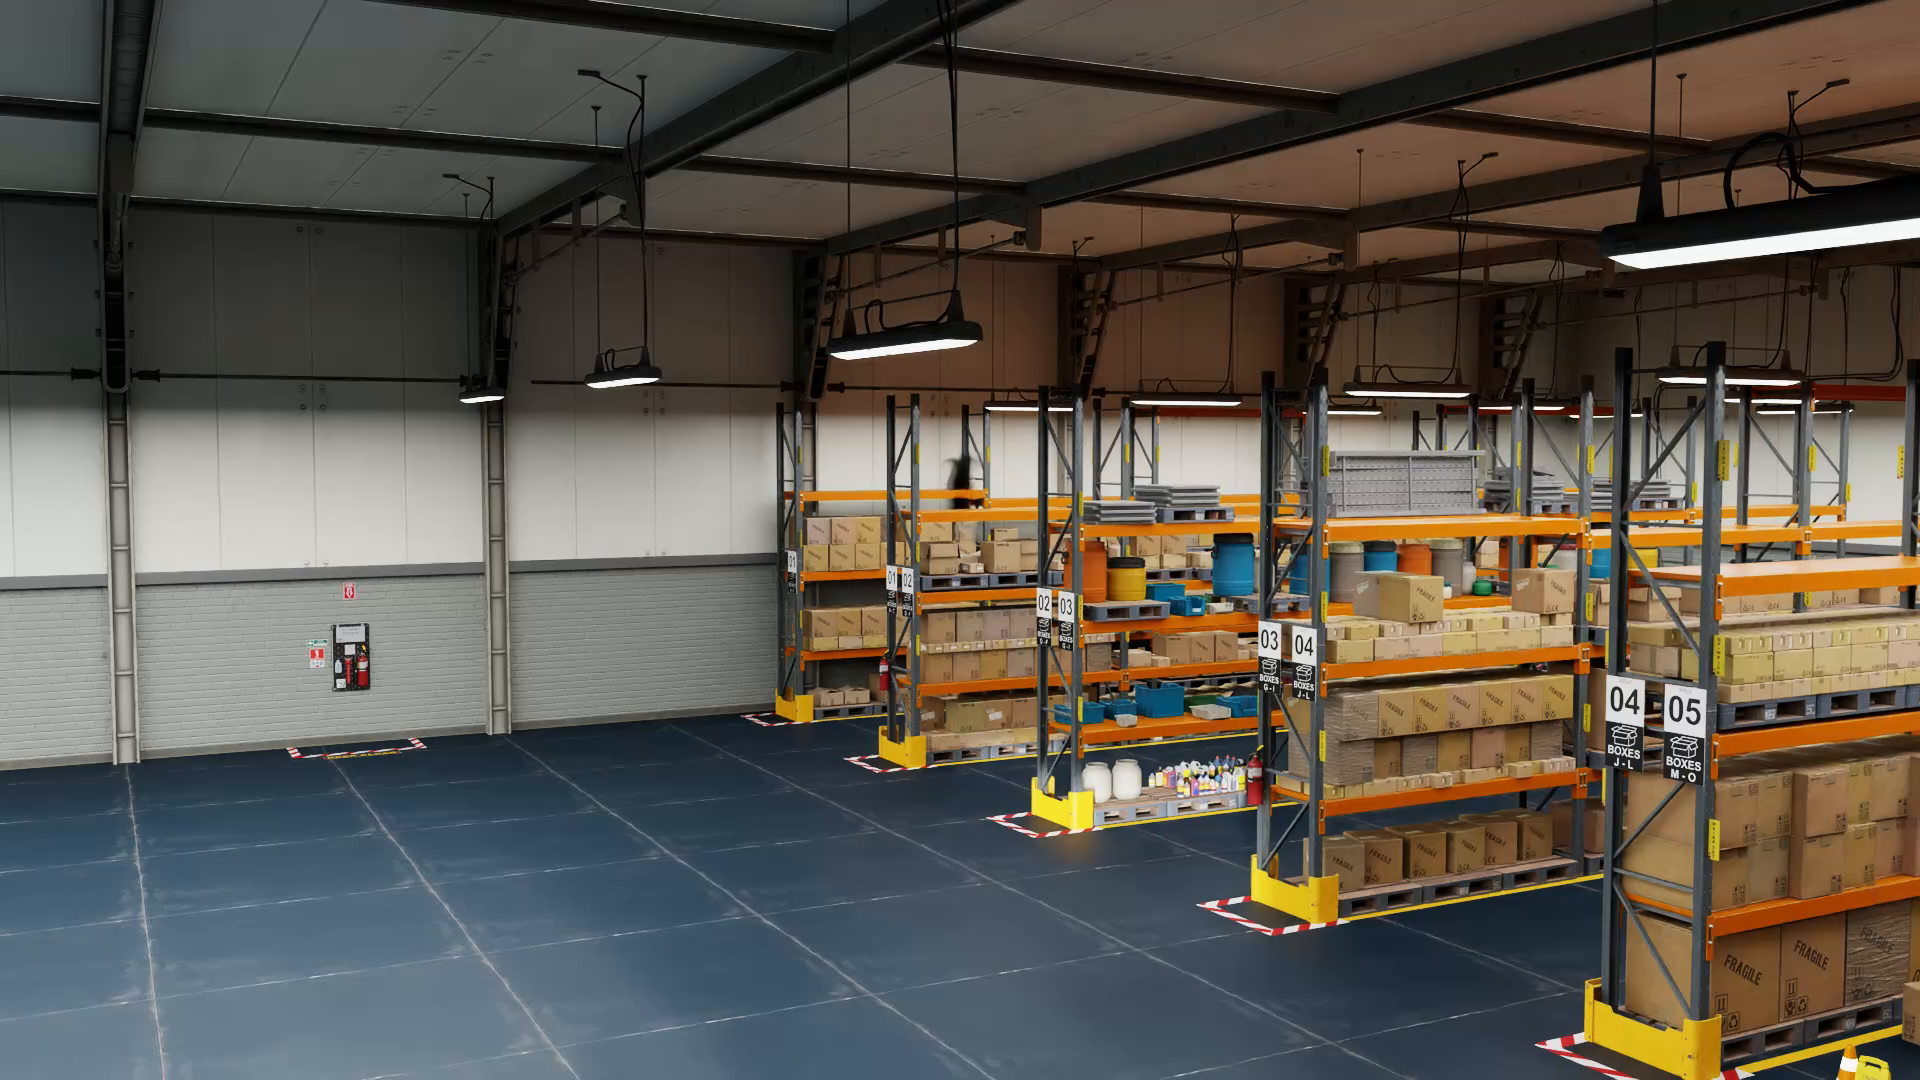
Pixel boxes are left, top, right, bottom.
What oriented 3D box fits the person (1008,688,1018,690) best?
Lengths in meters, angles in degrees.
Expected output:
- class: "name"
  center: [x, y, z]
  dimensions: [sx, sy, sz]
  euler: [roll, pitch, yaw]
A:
- class: "person"
  center: [1.098, 2.573, 30.989]
  dimensions: [0.555, 1.673, 0.694]
  euler: [-1, 3, -18]
